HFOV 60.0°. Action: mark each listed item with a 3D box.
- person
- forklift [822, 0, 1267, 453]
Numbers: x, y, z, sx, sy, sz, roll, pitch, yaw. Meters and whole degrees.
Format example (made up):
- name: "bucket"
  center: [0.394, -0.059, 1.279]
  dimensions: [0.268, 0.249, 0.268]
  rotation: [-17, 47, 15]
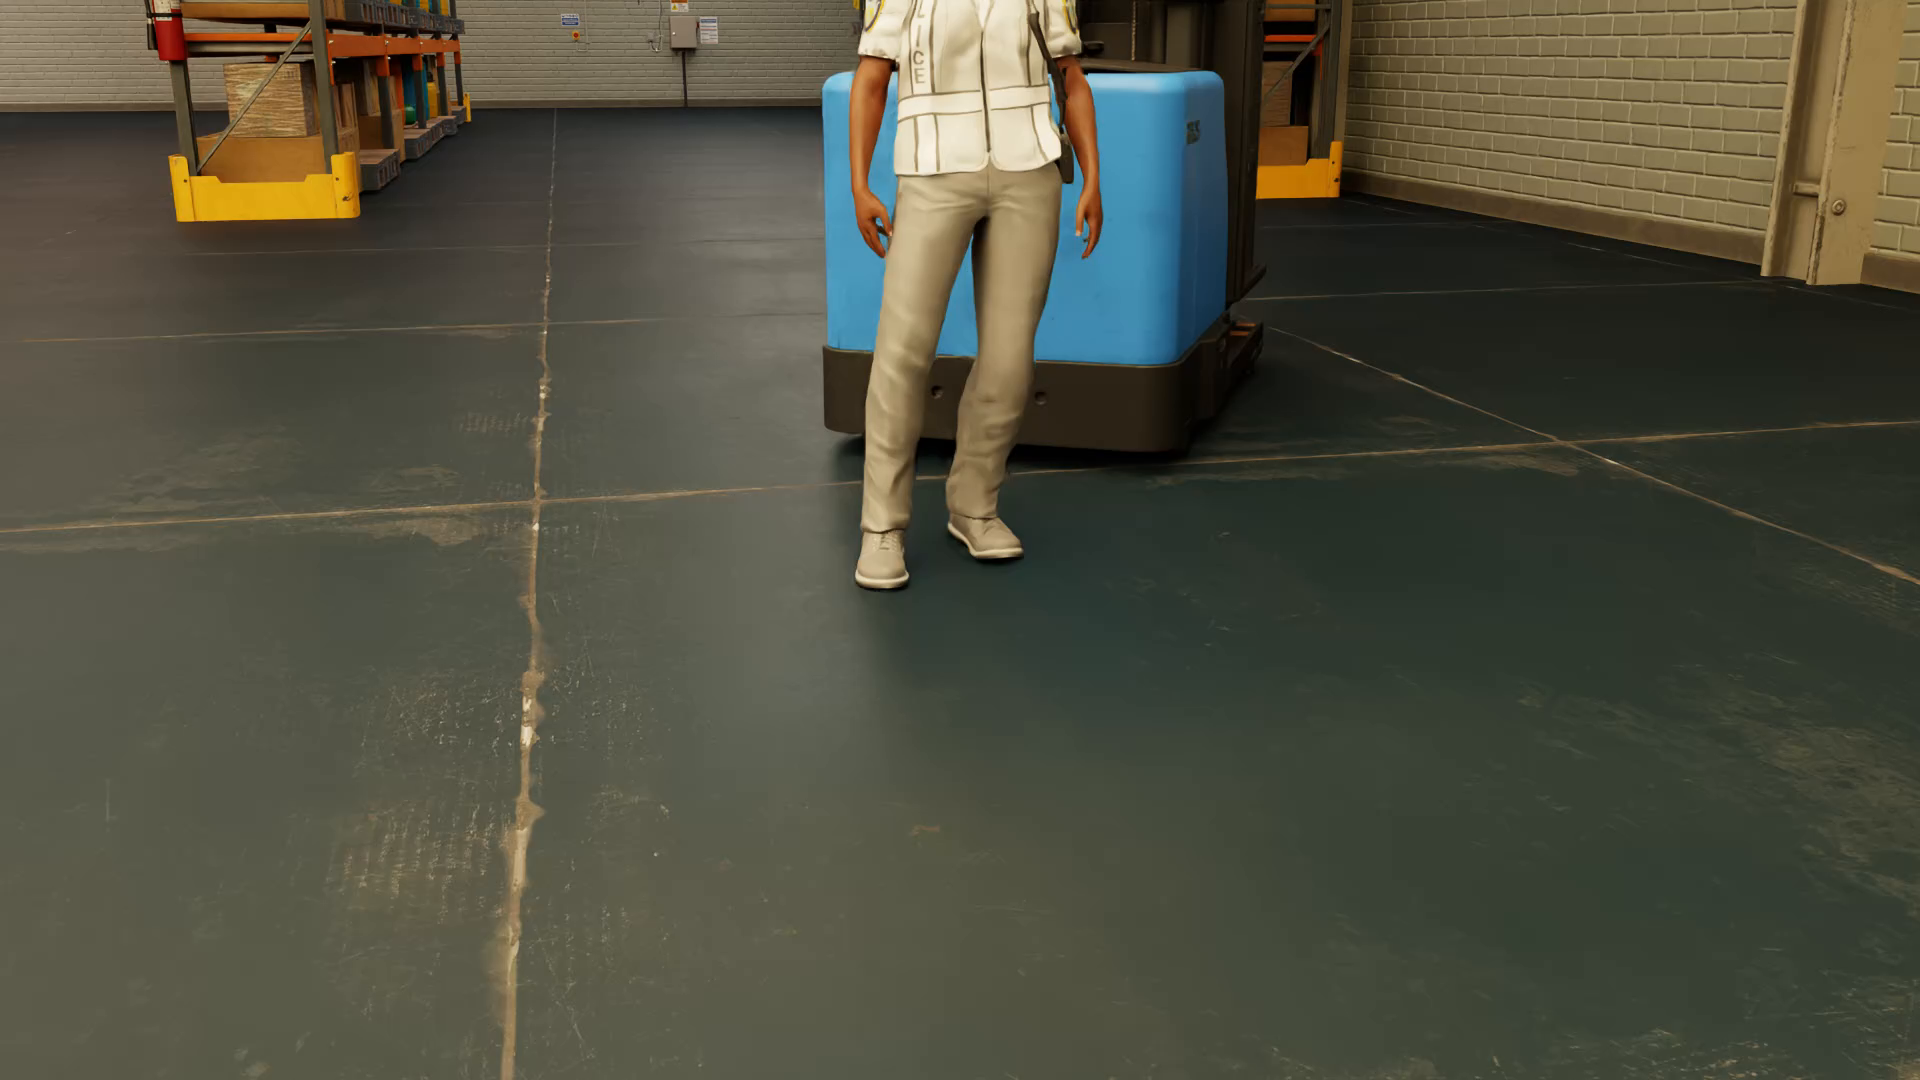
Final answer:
- name: "person"
  center: [0.029, -0.766, 3.675]
  dimensions: [0.593, 1.683, 0.528]
  rotation: [-3, 17, -10]
- name: "forklift"
  center: [0.507, -2.024, 5.684]
  dimensions: [1.130, 2.935, 3.031]
  rotation: [5, 17, 16]
